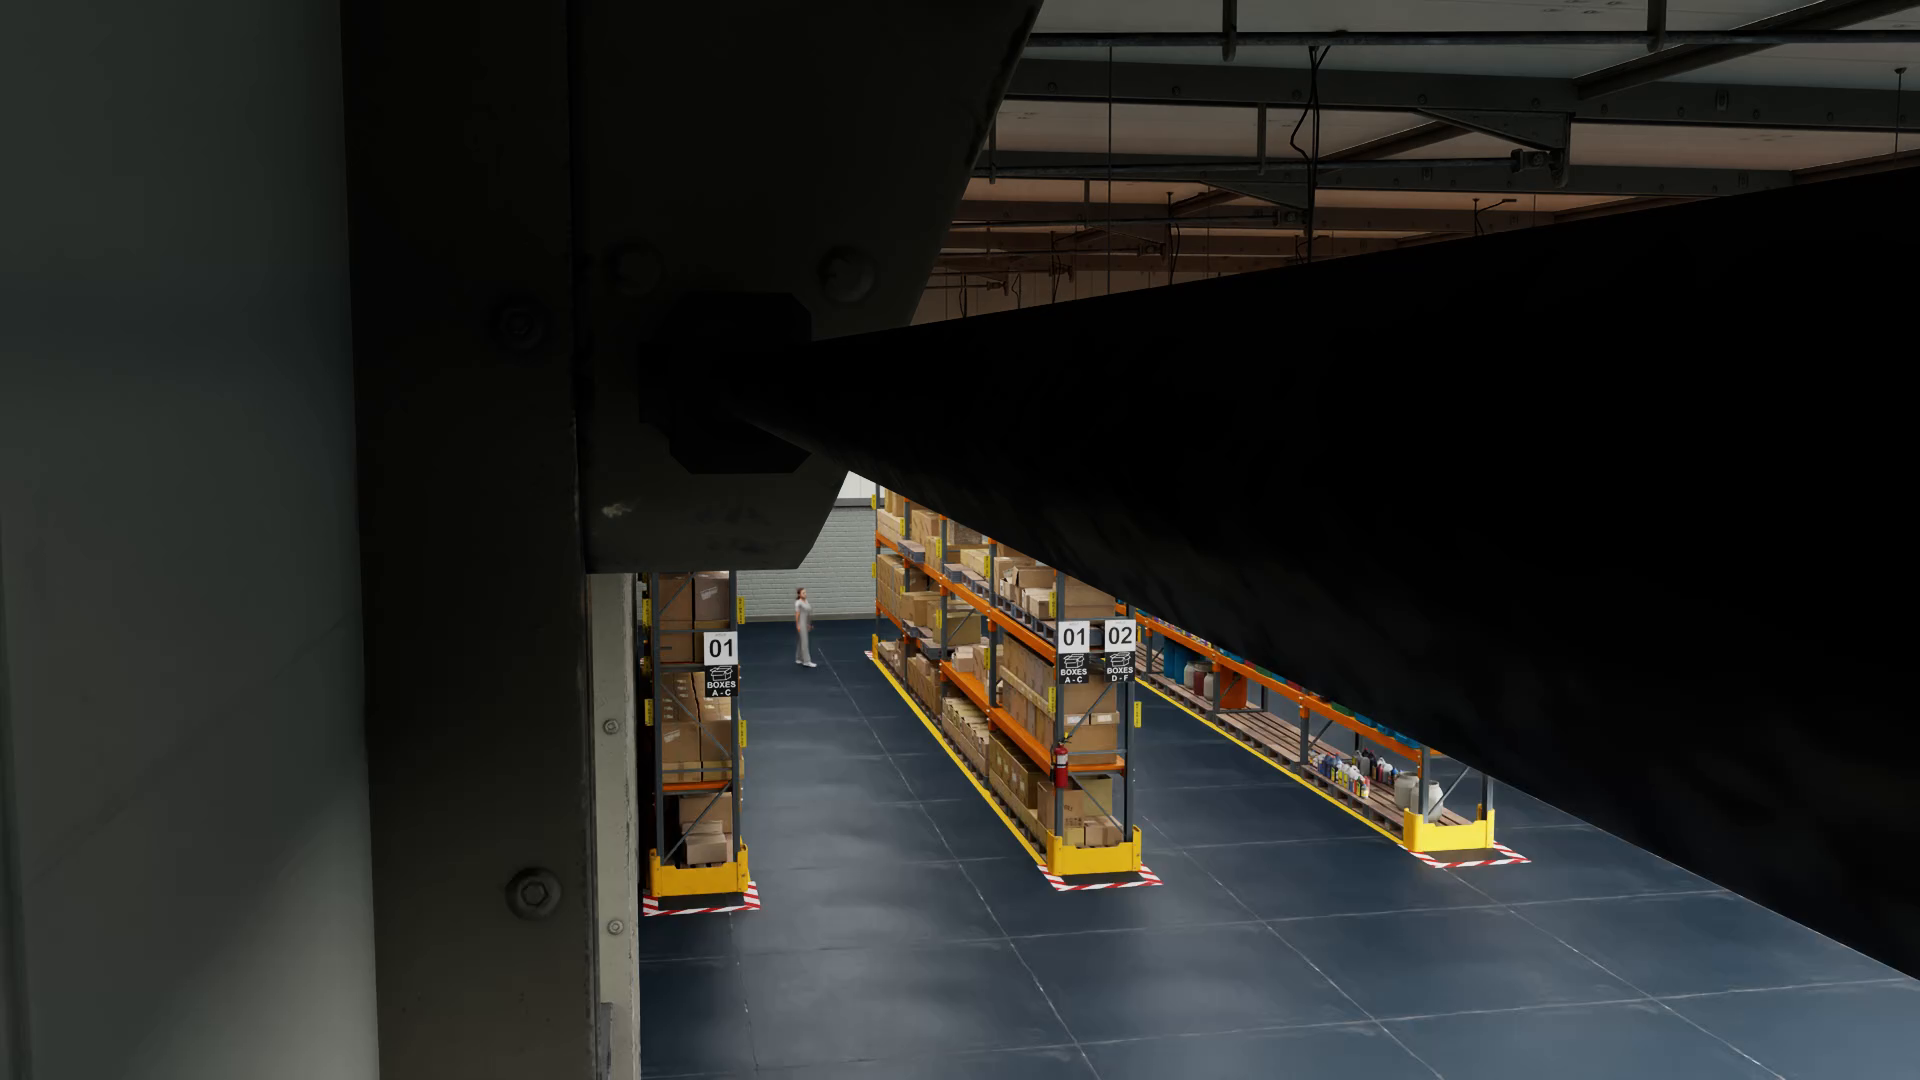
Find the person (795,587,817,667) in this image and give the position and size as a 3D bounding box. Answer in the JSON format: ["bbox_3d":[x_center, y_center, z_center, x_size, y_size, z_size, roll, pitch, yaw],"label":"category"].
[{"bbox_3d":[-3.282,1.850,35.643,0.560,1.670,0.499,2,6,17],"label":"person"}]
